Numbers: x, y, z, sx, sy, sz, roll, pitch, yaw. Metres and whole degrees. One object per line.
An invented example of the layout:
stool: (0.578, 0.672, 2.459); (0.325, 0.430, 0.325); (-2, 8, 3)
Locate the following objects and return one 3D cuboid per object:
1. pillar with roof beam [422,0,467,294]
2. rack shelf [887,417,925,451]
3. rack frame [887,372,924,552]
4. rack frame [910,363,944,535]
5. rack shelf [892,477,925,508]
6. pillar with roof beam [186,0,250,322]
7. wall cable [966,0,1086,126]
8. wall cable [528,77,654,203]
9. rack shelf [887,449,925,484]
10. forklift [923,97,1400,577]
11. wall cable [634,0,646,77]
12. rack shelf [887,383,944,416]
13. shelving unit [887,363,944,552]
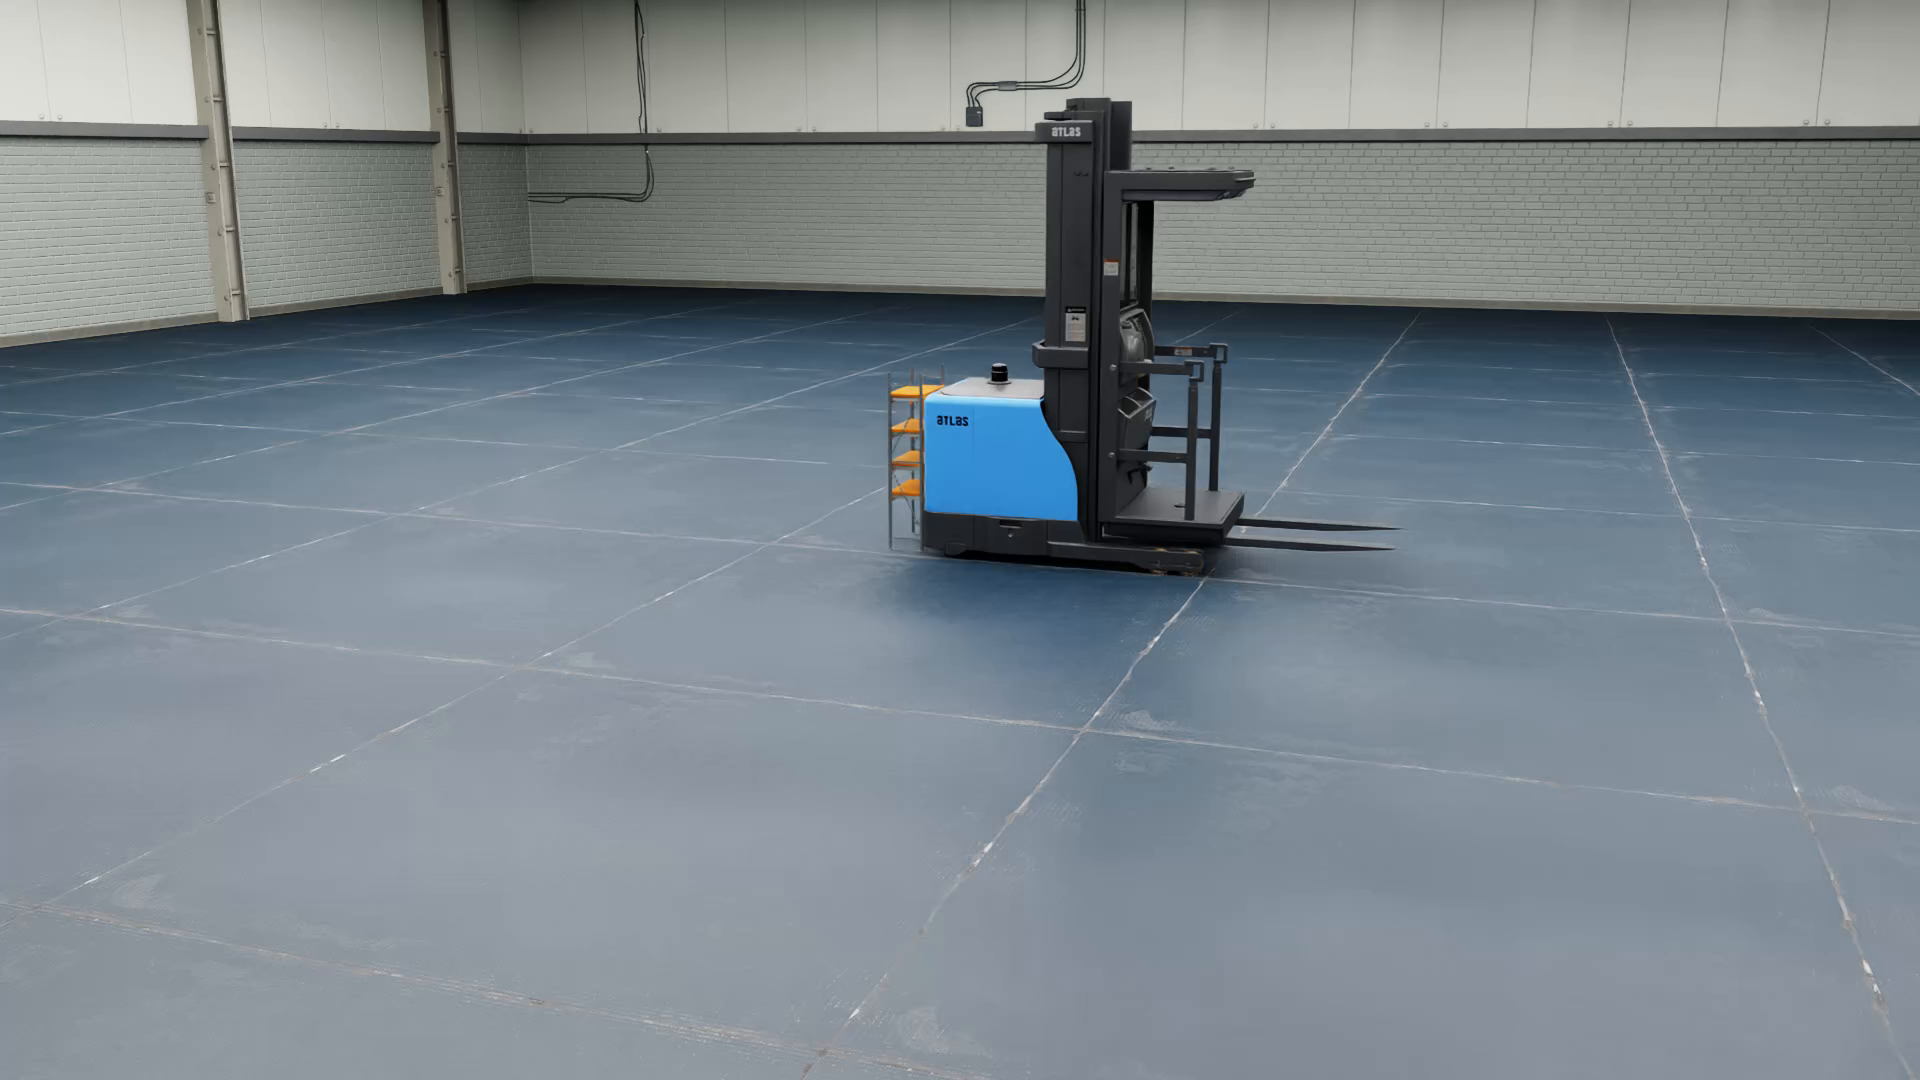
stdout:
pillar with roof beam: (-5.895, -8.941, 30.439); (9.100, 9.000, 0.400); (4, 14, 18)
rack shelf: (-0.292, -0.718, 11.234); (0.258, 0.148, 0.480); (4, 13, 16)
rack frame: (-0.362, -0.513, 11.040); (0.240, 1.200, 0.015); (4, 13, 16)
rack frame: (-0.223, -0.617, 11.496); (0.240, 1.200, 0.015); (4, 13, 16)
rack shelf: (-0.292, -0.306, 11.328); (0.258, 0.148, 0.480); (4, 13, 16)
pillar with roof beam: (-7.836, -7.678, 24.904); (9.100, 9.000, 0.400); (4, 14, 18)
wall cable: (1.214, -10.747, 30.710); (2.305, 6.003, 0.169); (4, 14, 18)
wall cable: (-7.764, -8.262, 34.443); (3.097, 2.526, 0.112); (4, 14, 18)
rack shelf: (-0.292, -0.500, 11.283); (0.258, 0.148, 0.480); (4, 13, 16)
forklift: (1.330, -1.327, 10.717); (3.031, 2.935, 1.130); (4, 13, 17)
wall cable: (-5.204, -10.530, 33.028); (3.097, 2.526, 0.112); (4, 14, 18)
rack shelf: (-0.292, -0.948, 11.181); (0.258, 0.148, 0.480); (4, 13, 16)
shelving unit: (-0.292, -0.565, 11.268); (0.258, 1.200, 0.503); (4, 13, 16)
